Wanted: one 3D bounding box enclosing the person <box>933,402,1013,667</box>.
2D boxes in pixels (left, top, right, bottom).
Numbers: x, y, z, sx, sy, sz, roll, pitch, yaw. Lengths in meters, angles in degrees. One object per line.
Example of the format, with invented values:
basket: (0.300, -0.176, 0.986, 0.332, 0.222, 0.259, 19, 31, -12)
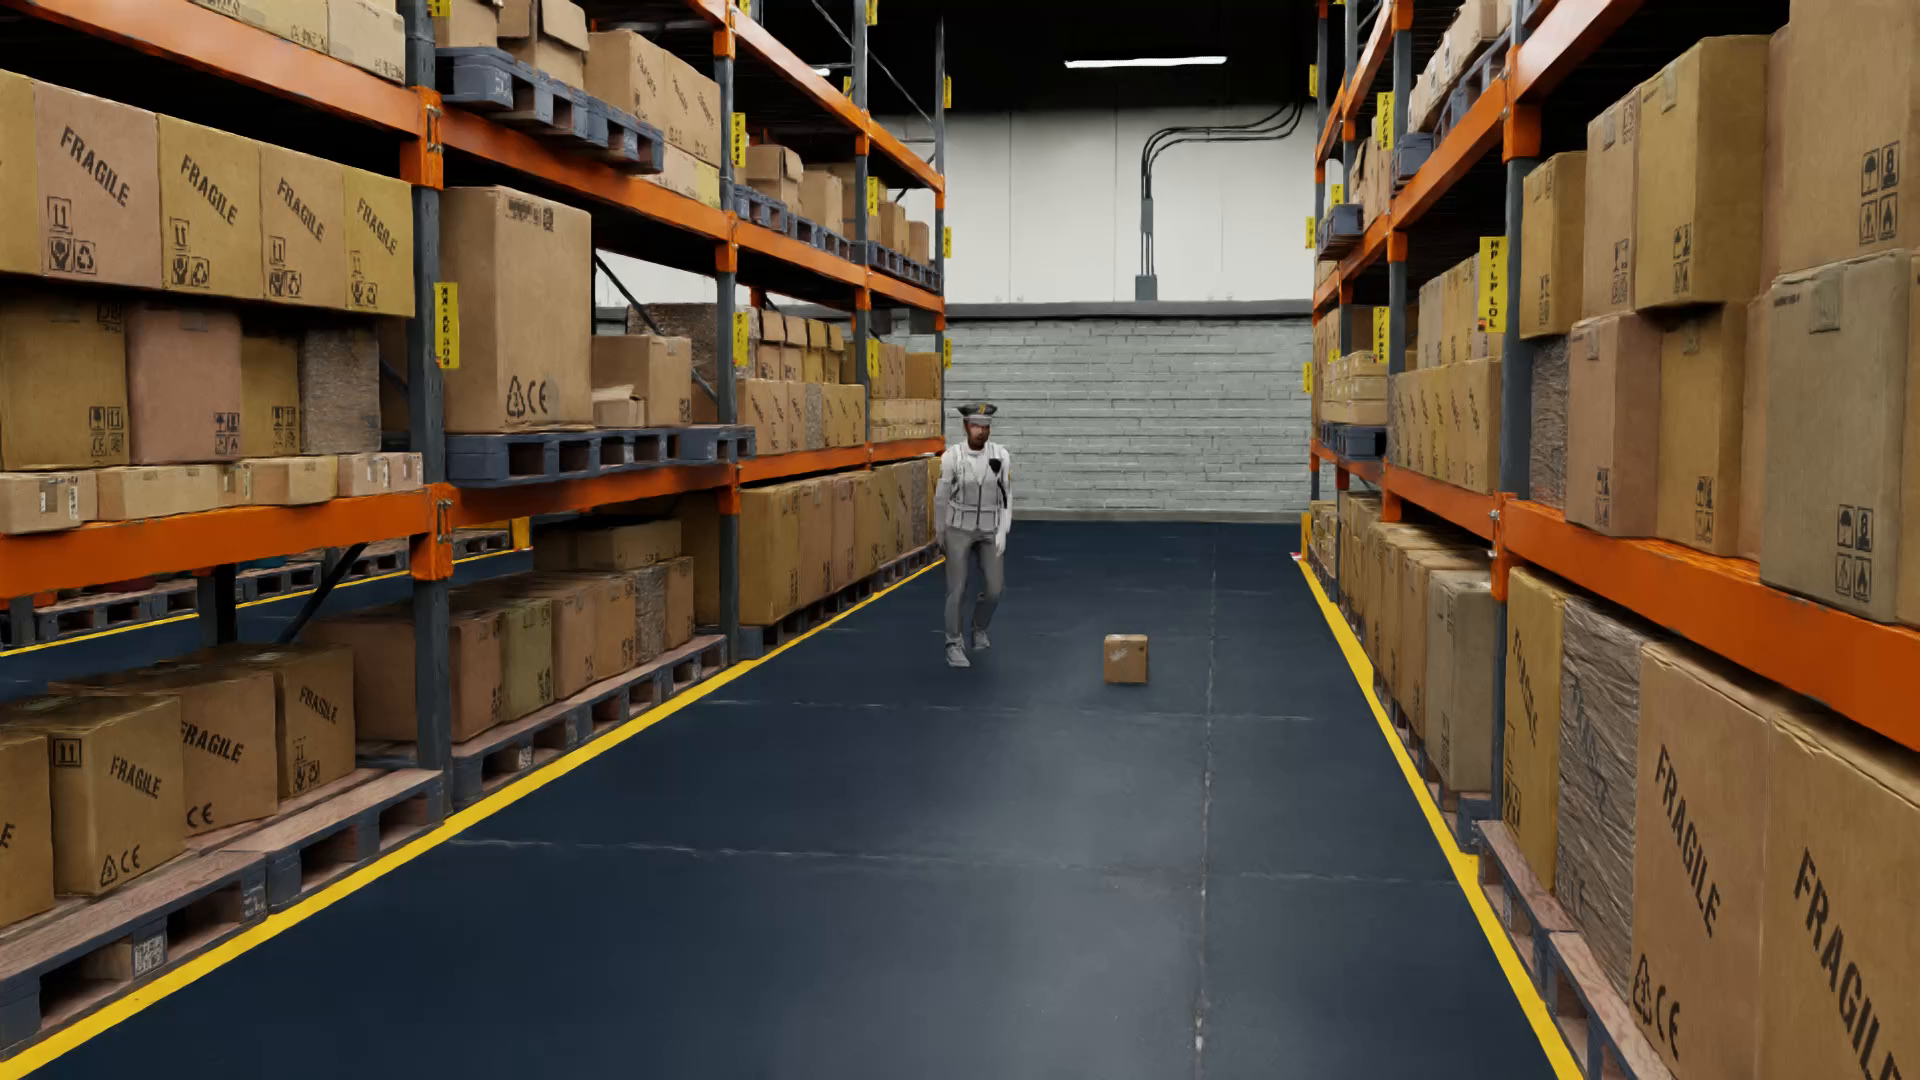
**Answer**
person: (0.077, -0.039, 10.460, 0.493, 1.652, 0.616, -1, 5, -13)
